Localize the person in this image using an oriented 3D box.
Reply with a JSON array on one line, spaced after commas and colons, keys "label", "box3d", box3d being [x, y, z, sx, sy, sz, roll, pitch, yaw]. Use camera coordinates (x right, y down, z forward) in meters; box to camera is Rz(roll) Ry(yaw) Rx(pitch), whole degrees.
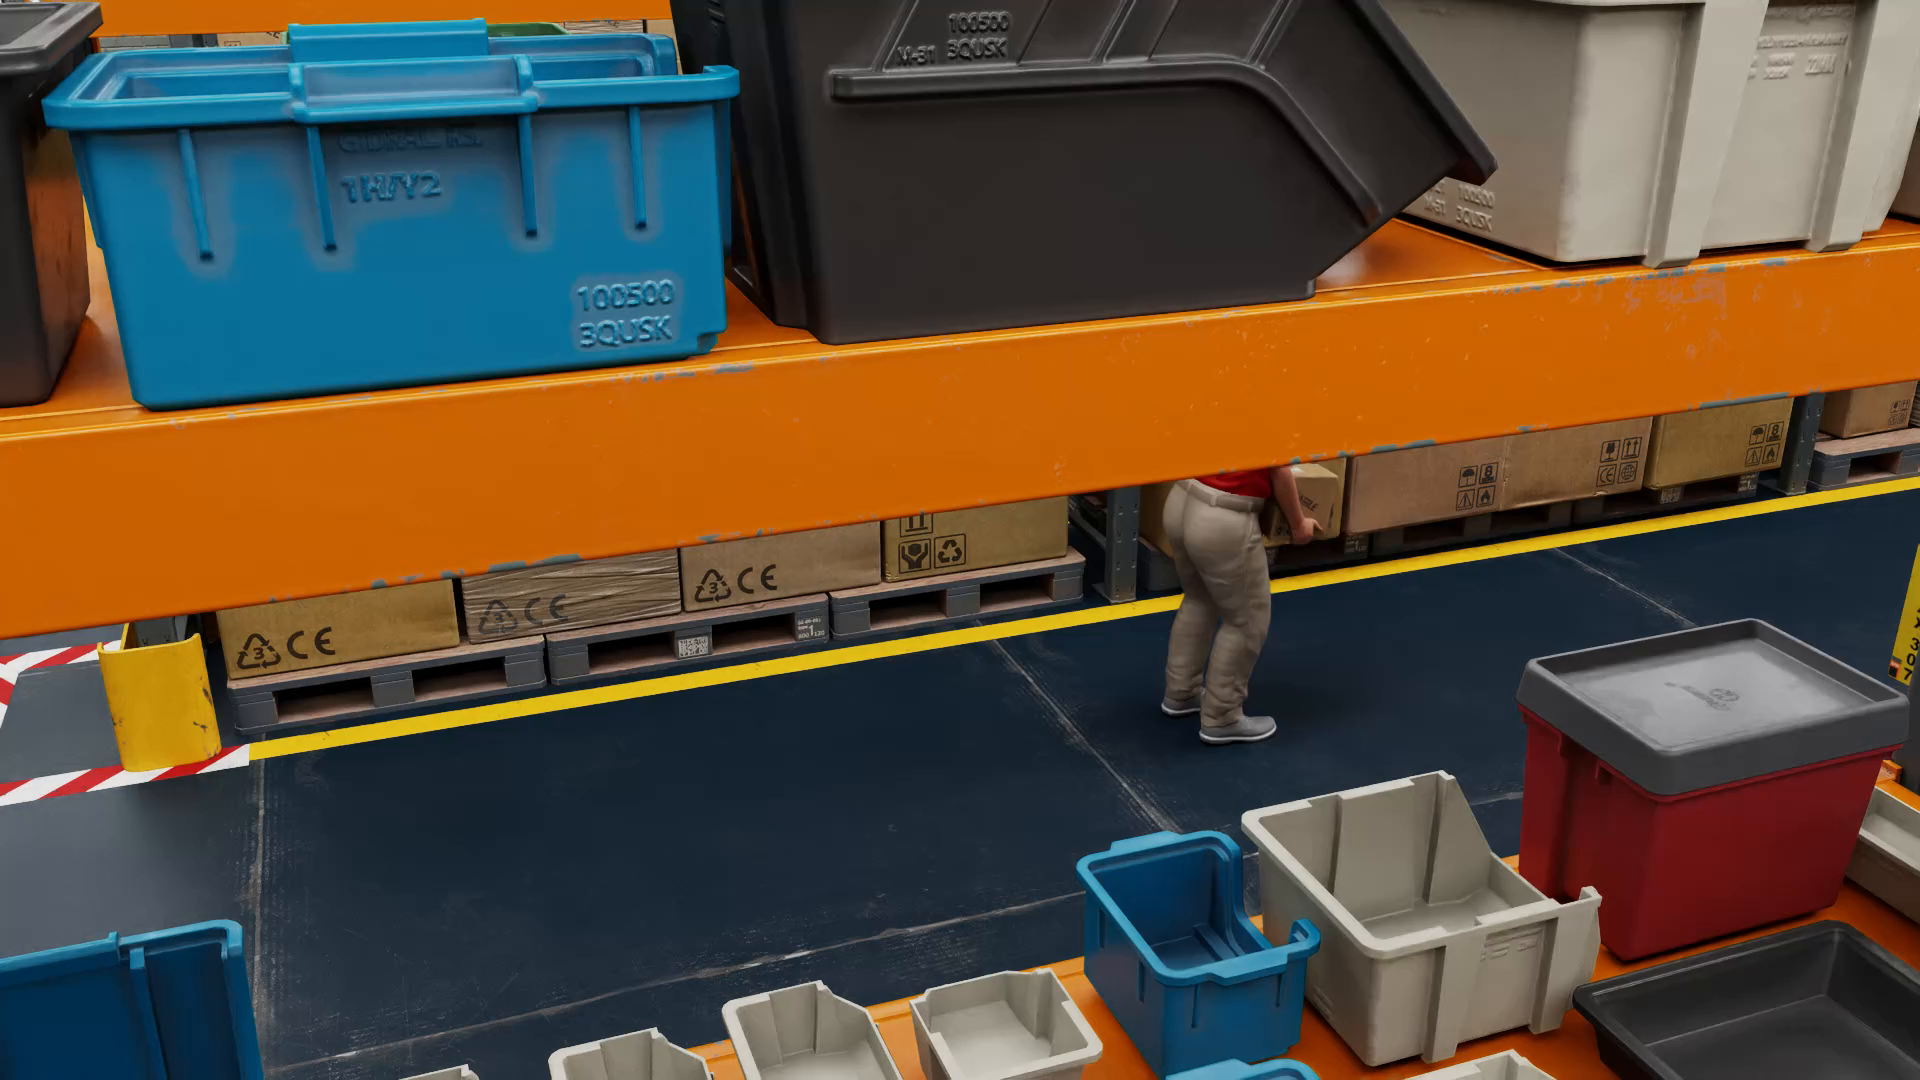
[{"label": "person", "box3d": [1.056, -0.072, 6.316, 0.561, 1.716, 0.487, -9, 24, -20]}]
